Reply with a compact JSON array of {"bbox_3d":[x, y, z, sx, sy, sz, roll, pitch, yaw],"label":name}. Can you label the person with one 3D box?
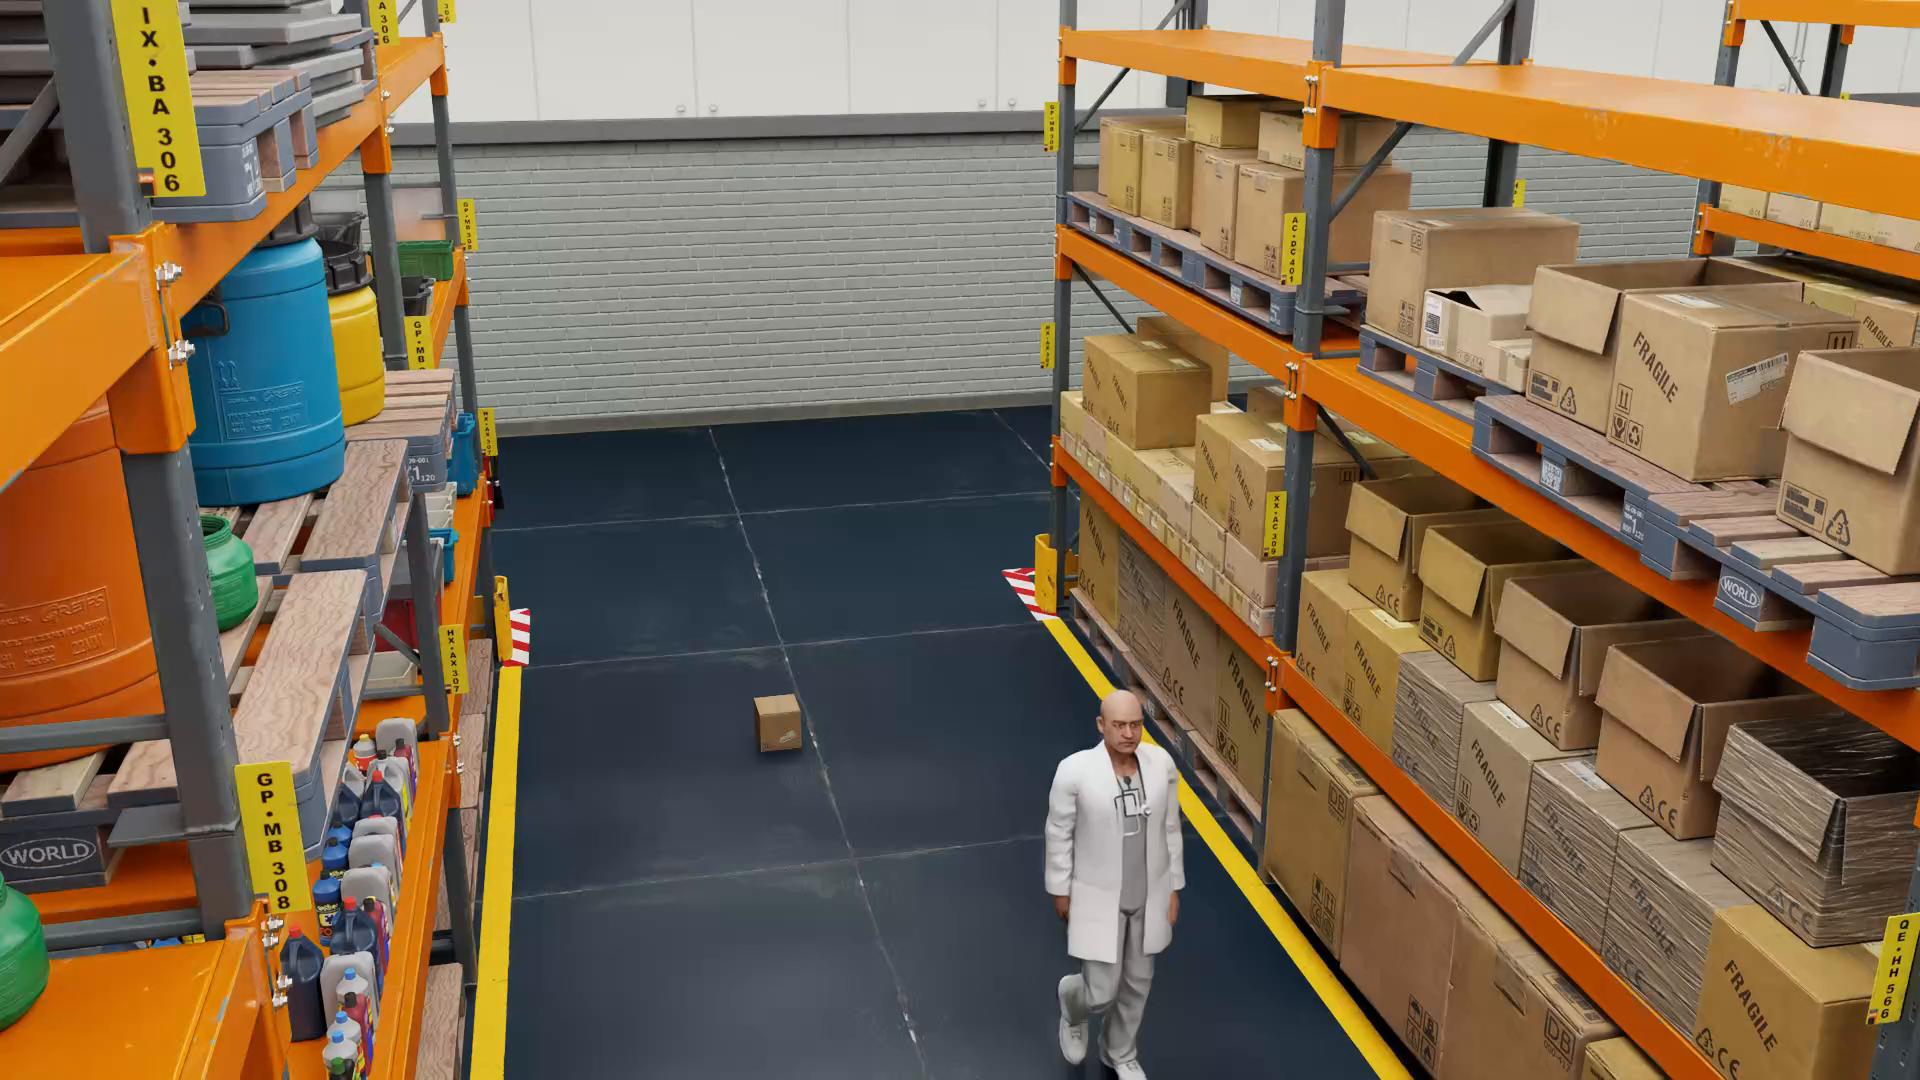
[{"bbox_3d":[0.647,1.451,6.884,0.572,1.764,0.566,-6,20,-18],"label":"person"}]
